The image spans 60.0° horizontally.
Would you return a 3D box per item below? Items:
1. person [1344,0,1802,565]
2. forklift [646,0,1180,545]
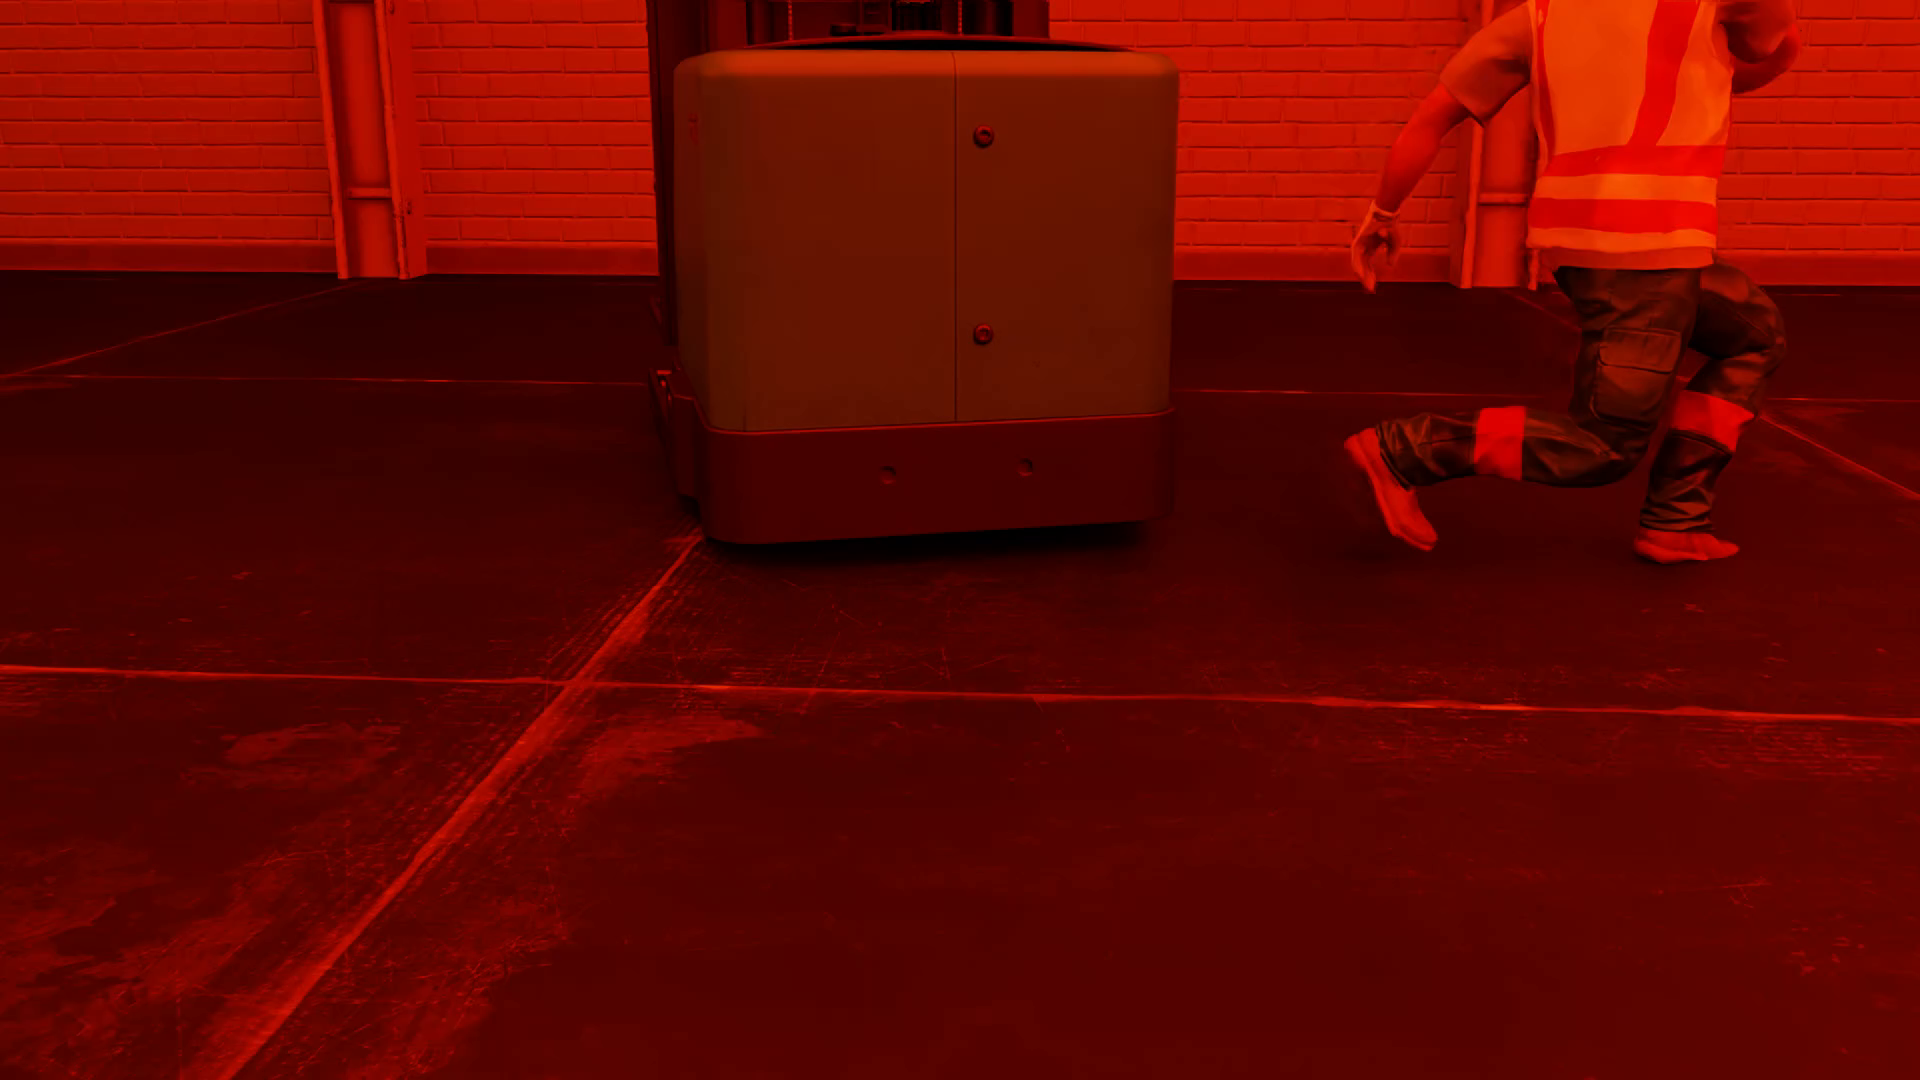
[{"bbox_3d":[1.306,-0.692,3.560,0.953,1.540,0.685,-3,16,-13],"label":"person"},{"bbox_3d":[-0.353,-1.747,4.654,1.130,2.935,3.031,-4,16,-13],"label":"forklift"}]
